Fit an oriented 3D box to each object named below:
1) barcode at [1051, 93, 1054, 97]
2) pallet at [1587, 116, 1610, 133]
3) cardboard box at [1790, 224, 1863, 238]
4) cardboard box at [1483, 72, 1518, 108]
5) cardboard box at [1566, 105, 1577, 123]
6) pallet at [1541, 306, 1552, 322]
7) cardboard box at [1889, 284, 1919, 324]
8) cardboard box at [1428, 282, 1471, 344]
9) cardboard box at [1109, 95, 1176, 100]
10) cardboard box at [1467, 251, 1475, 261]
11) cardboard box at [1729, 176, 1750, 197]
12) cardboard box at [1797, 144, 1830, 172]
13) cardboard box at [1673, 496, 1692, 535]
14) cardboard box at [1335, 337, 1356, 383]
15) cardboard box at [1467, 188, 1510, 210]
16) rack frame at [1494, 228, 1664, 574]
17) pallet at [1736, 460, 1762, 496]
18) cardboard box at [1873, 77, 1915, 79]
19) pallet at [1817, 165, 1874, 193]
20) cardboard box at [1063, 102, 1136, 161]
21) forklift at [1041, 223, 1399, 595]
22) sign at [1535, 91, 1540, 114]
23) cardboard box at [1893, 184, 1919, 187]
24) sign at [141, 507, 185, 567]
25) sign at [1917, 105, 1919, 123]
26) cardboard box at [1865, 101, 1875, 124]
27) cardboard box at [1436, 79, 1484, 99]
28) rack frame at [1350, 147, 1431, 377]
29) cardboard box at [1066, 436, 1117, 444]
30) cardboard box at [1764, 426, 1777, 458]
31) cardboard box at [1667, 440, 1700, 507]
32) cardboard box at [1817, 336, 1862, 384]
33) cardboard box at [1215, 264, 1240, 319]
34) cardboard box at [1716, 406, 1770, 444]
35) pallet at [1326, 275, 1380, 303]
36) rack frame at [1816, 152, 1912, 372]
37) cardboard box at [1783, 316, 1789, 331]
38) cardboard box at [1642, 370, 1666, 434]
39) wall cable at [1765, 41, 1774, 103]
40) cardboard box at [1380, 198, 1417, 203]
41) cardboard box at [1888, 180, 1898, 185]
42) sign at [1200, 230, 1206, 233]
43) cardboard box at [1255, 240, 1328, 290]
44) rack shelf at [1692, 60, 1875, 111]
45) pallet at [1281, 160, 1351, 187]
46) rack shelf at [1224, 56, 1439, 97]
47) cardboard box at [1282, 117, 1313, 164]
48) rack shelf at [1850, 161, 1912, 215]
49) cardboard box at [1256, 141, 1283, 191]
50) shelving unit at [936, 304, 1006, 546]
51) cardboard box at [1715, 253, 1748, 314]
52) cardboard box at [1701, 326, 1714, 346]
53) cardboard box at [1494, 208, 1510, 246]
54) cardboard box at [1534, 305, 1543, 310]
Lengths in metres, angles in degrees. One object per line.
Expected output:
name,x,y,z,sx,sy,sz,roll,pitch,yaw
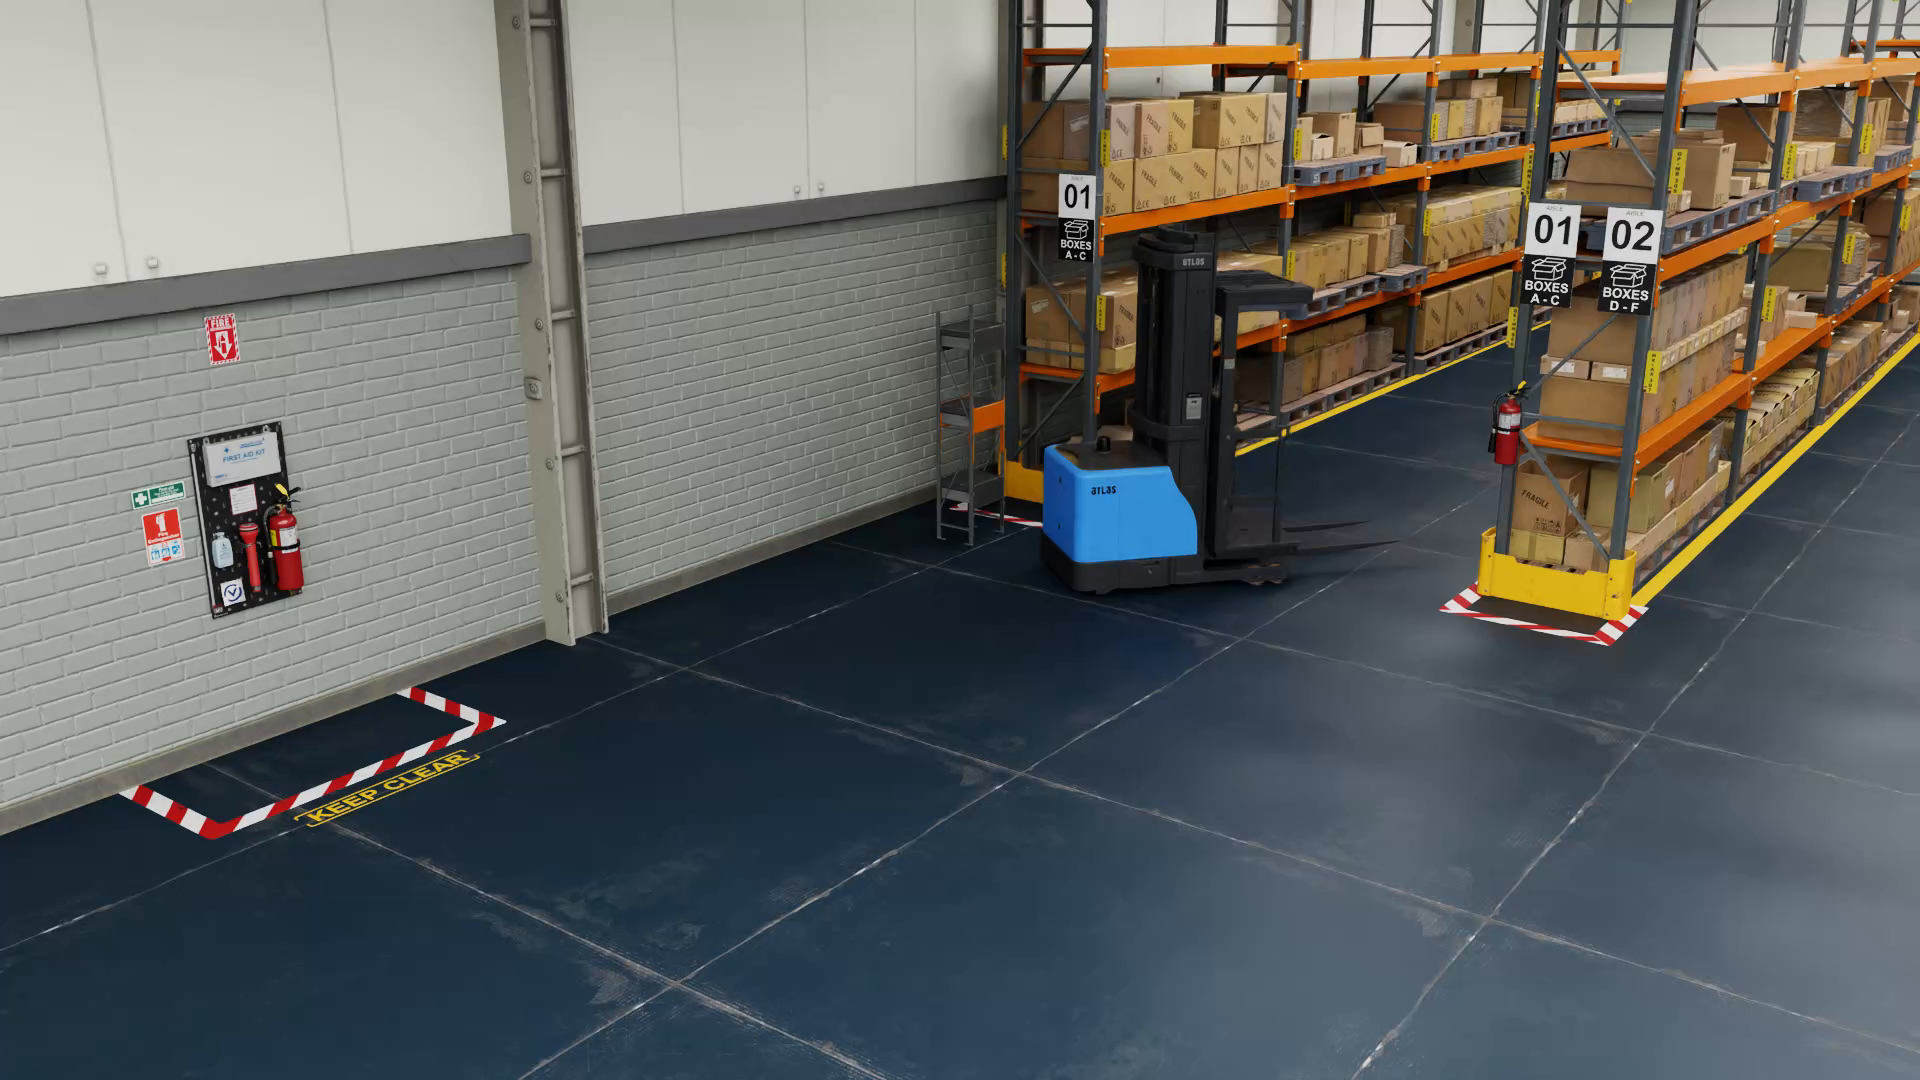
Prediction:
barcode,0.903,-4.311,16.149,0.001,0.075,0.075,12,21,35
pallet,9.982,-6.831,27.282,1.003,0.211,1.213,12,21,35
cardboard box,11.192,-3.793,21.528,0.500,0.500,0.700,-16,23,-42
cardboard box,8.261,-6.842,25.278,0.500,0.500,0.500,12,21,34
cardboard box,9.270,-6.637,25.881,0.500,0.250,0.500,12,21,33
pallet,9.274,-3.794,27.113,1.003,0.211,1.213,12,21,35
cardboard box,14.270,-3.589,25.221,0.500,0.500,0.500,12,21,35
cardboard box,6.719,-3.248,23.567,0.750,0.750,0.750,12,21,34
cardboard box,1.862,-4.289,17.057,0.500,0.500,0.500,12,21,35
cardboard box,7.098,-4.070,23.688,0.380,0.149,0.250,13,22,36
cardboard box,6.747,-3.131,14.698,0.380,0.149,0.250,12,21,35
cardboard box,9.106,-4.155,18.060,0.500,0.250,0.500,13,22,36
cardboard box,6.256,-0.267,14.981,0.500,0.250,0.500,12,21,35
cardboard box,4.588,-2.324,21.150,0.700,0.500,0.500,12,21,34
cardboard box,7.647,-4.948,24.157,0.500,0.250,0.500,13,21,36
rack frame,4.862,-0.934,13.201,1.000,3.000,0.127,12,21,35
pallet,7.653,-0.738,17.270,1.003,0.211,1.213,12,21,35
cardboard box,13.152,-6.233,23.351,0.700,0.500,0.500,12,21,35
pallet,9.296,-4.005,18.349,1.213,0.211,1.003,14,22,37
cardboard box,1.306,-3.825,15.563,0.500,0.500,0.500,11,20,31
forklift,2.280,-1.165,14.059,3.031,2.935,1.130,-4,18,-14
sign,8.473,-6.403,24.351,0.100,0.325,0.005,12,21,35
cardboard box,13.746,-4.871,24.023,0.500,0.500,0.500,13,22,36
sign,-4.886,-0.021,10.200,0.001,0.329,0.234,12,21,35
sign,12.460,-5.563,21.512,0.100,0.325,0.005,12,21,35
cardboard box,10.861,-5.096,20.499,0.600,0.600,0.600,11,21,33
cardboard box,7.085,-6.395,23.552,0.500,0.250,0.500,12,21,33
rack frame,5.649,-3.714,22.153,1.000,3.000,0.127,12,21,35
cardboard box,1.366,-0.884,16.830,0.500,0.311,0.500,10,20,29
cardboard box,8.297,-1.072,17.573,0.500,0.250,0.500,12,21,33
cardboard box,6.256,-0.625,14.869,0.500,0.500,0.500,12,21,35
cardboard box,11.047,-2.284,21.019,0.500,0.500,0.500,12,21,33
cardboard box,2.630,-2.652,17.688,0.500,0.500,0.500,12,21,33
cardboard box,7.995,-1.215,17.087,0.500,0.311,0.500,12,21,34
pallet,4.502,-3.144,20.640,1.003,0.211,1.213,12,21,35
rack frame,12.012,-3.793,22.405,1.000,3.000,0.127,12,21,35
cardboard box,8.914,-2.406,18.364,0.380,0.149,0.250,14,22,39
cardboard box,5.460,-1.217,13.943,0.700,0.500,0.500,13,22,36
wall cable,14.072,-8.286,31.994,3.097,2.526,0.112,12,21,35
cardboard box,6.022,-4.548,22.870,0.500,0.250,0.500,12,21,33
cardboard box,13.614,-5.086,24.714,0.500,0.500,0.500,13,21,35
sign,2.817,-3.412,19.226,0.100,0.325,0.005,12,21,35
cardboard box,3.935,-3.266,19.800,0.700,0.500,0.500,15,23,40
rack shelf,8.437,-4.694,17.079,1.077,0.370,4.000,12,21,35
pallet,3.719,-4.233,19.081,1.213,0.211,1.003,12,21,35
rack shelf,4.457,-5.568,19.895,1.077,0.370,4.000,12,21,35
cardboard box,3.655,-4.558,18.937,0.500,0.500,0.500,16,24,42
rack shelf,10.821,-4.405,20.533,1.077,0.370,4.000,12,21,35
cardboard box,3.161,-4.087,18.092,0.500,0.500,0.500,13,22,36
shelving unit,0.099,-1.042,15.066,0.431,2.100,0.503,12,21,35
cardboard box,6.986,-2.448,15.718,0.700,0.500,0.500,13,21,35
cardboard box,6.498,-1.840,14.854,0.380,0.149,0.250,13,22,36
cardboard box,7.663,-4.589,24.264,0.500,0.500,0.500,13,21,35
cardboard box,8.862,-3.953,26.428,0.700,0.500,0.500,12,21,34
